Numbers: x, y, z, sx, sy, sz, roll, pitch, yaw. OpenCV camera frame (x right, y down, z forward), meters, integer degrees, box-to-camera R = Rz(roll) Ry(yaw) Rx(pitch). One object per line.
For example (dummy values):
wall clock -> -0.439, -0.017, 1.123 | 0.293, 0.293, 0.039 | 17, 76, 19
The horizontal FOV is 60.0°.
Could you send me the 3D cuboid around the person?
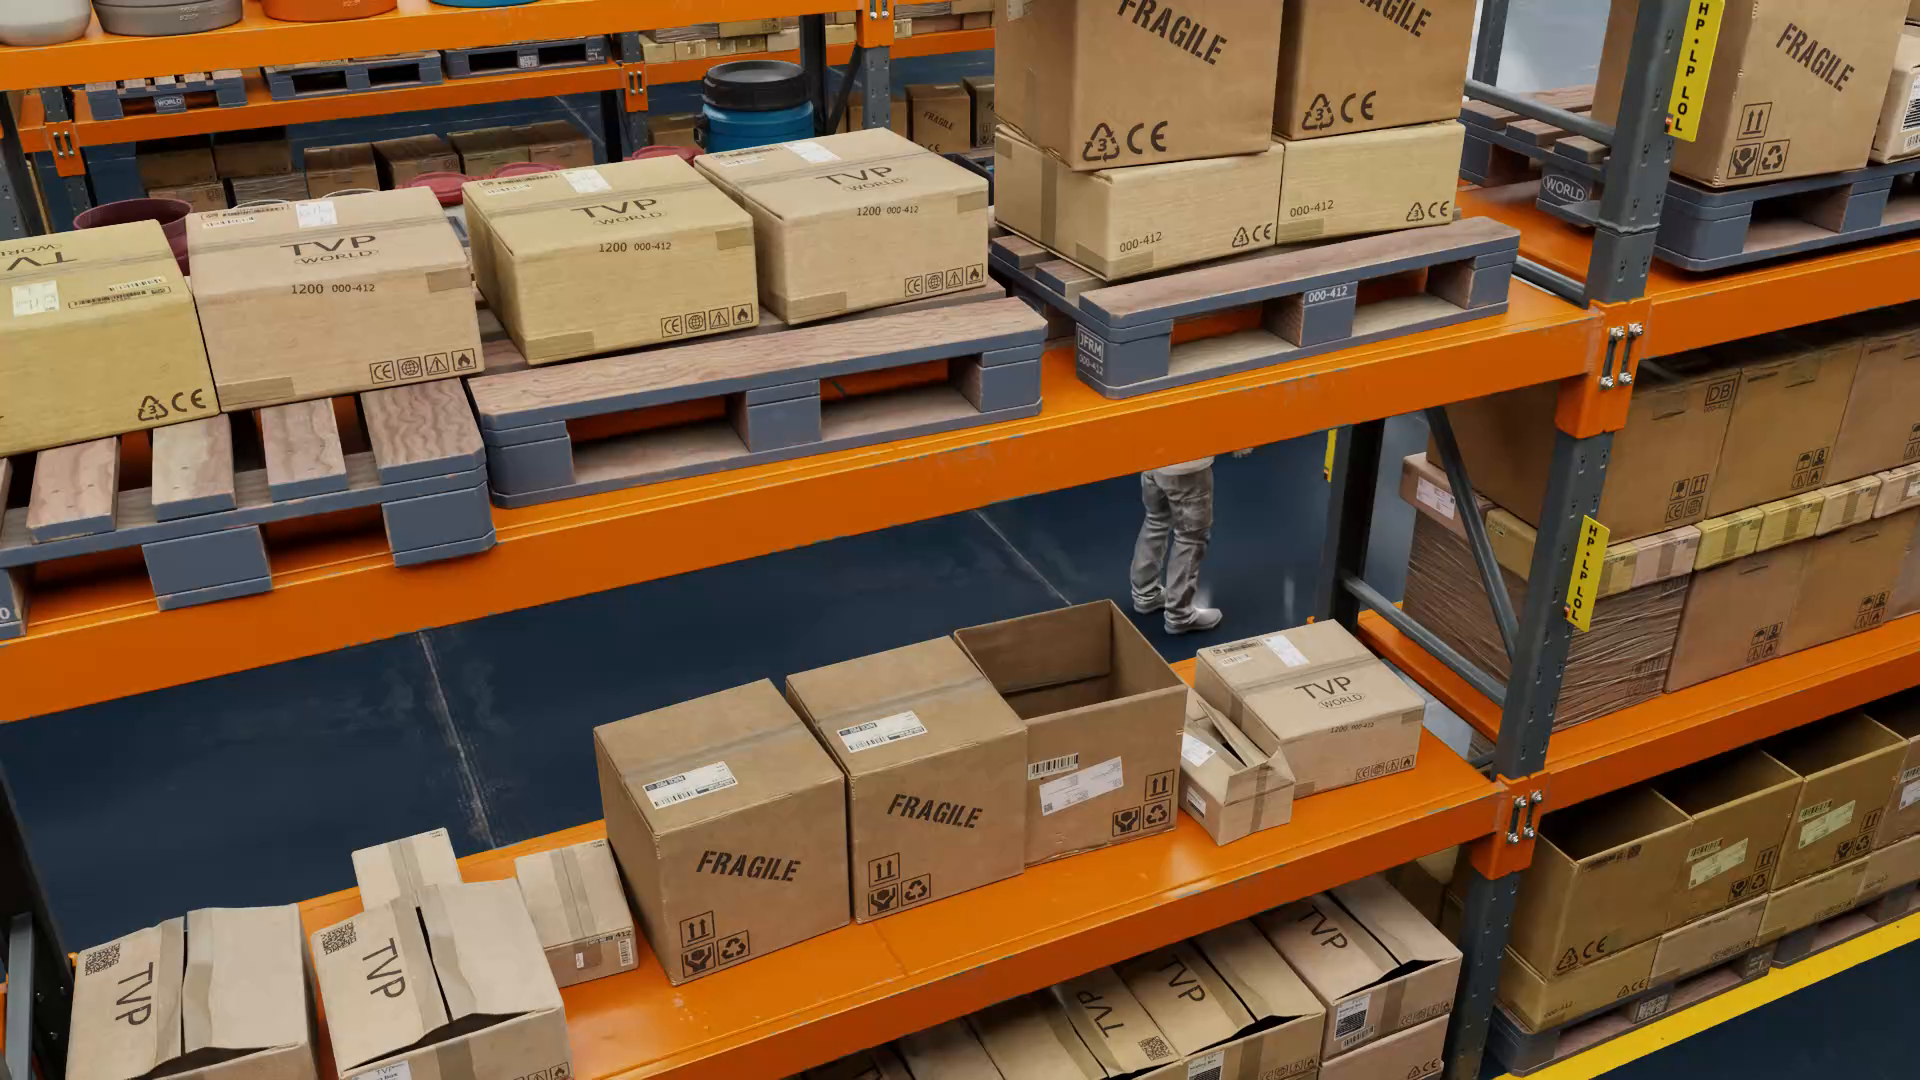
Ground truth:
person -> 1.088, -0.410, 7.843 | 0.573, 1.782, 0.493 | -13, 32, -22
